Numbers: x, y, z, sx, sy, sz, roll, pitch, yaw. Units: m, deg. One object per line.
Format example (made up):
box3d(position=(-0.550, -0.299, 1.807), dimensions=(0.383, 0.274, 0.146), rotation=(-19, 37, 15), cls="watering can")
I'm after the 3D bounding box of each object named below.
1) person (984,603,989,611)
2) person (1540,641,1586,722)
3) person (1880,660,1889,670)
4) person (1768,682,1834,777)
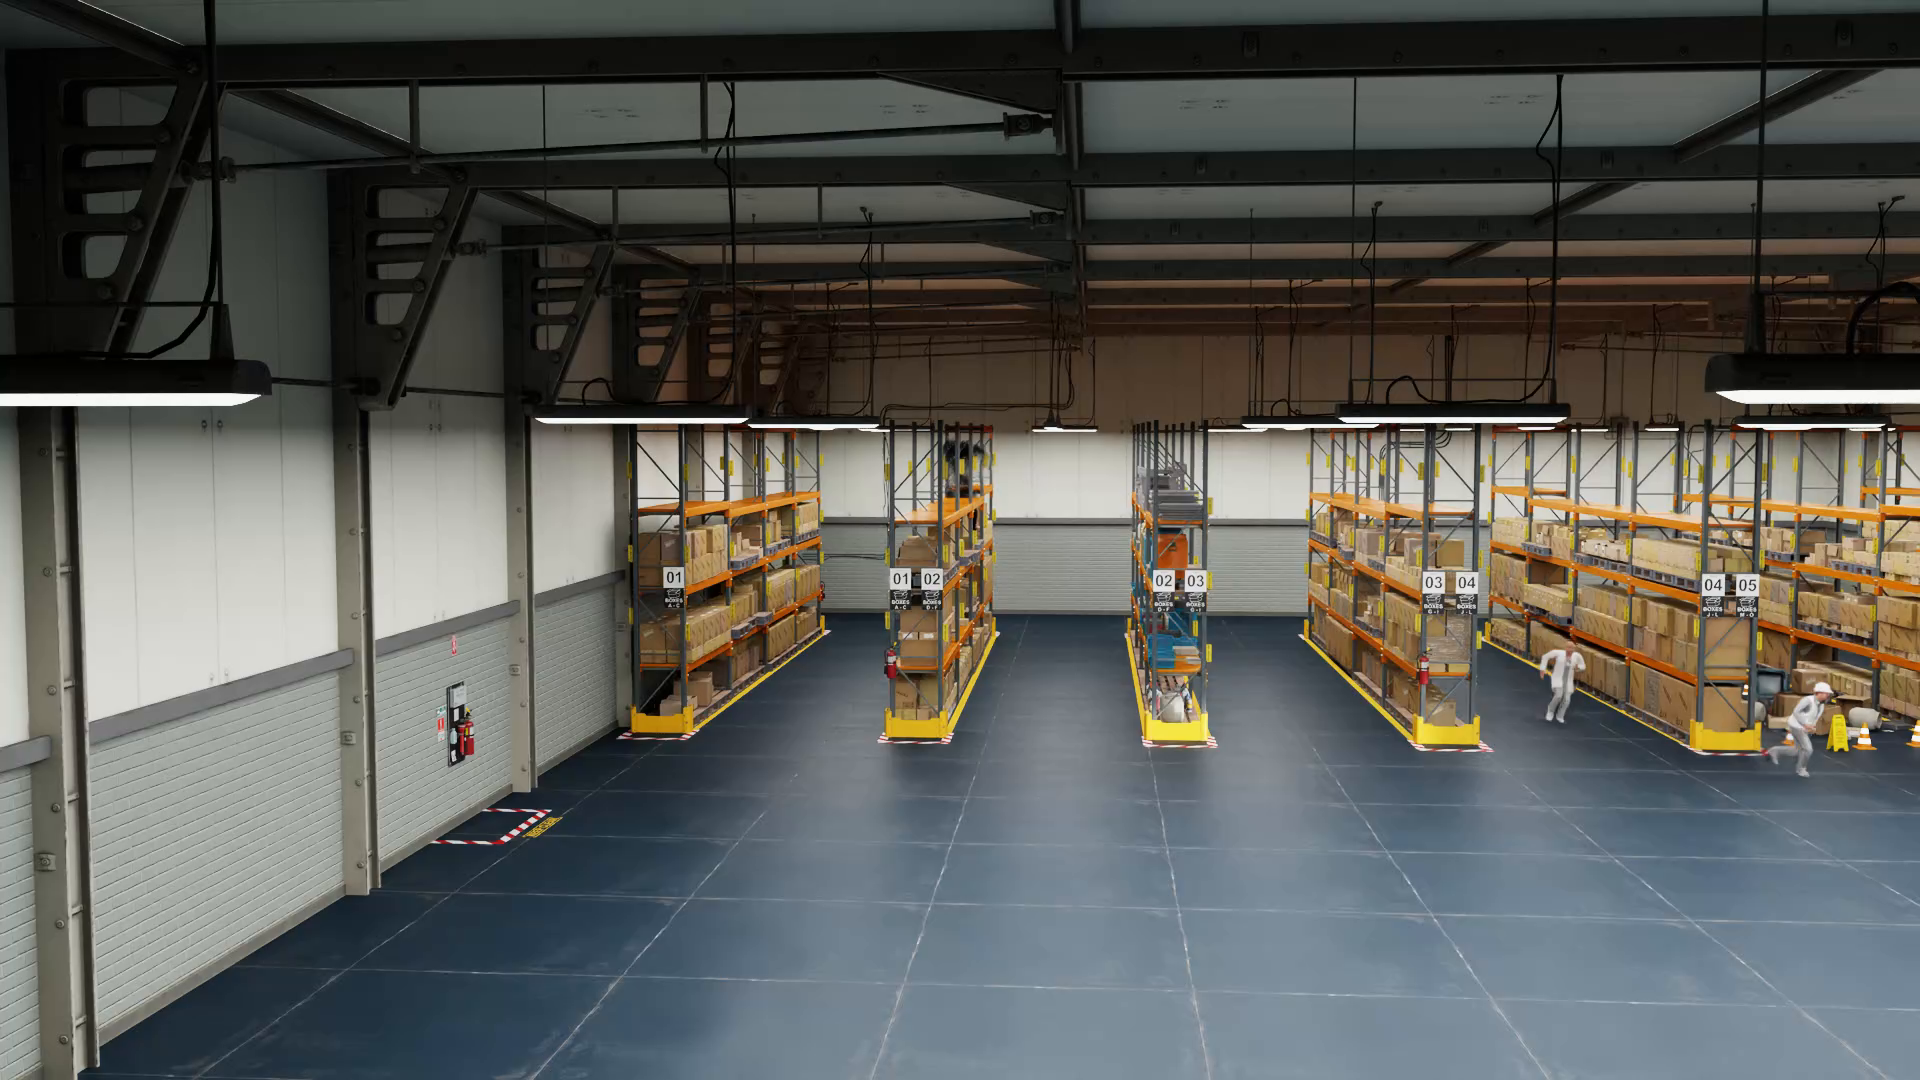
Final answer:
box3d(position=(0.557, 1.791, 49.112), dimensions=(0.800, 1.725, 0.579), rotation=(3, 5, 43), cls="person")
box3d(position=(12.004, 2.884, 33.068), dimensions=(0.797, 1.581, 0.774), rotation=(0, 4, -2), cls="person")
box3d(position=(21.279, 2.425, 37.931), dimensions=(0.671, 1.783, 0.884), rotation=(0, 4, 6), cls="person")
box3d(position=(14.164, 3.161, 28.033), dimensions=(0.666, 1.614, 1.052), rotation=(-3, 4, -35), cls="person")
